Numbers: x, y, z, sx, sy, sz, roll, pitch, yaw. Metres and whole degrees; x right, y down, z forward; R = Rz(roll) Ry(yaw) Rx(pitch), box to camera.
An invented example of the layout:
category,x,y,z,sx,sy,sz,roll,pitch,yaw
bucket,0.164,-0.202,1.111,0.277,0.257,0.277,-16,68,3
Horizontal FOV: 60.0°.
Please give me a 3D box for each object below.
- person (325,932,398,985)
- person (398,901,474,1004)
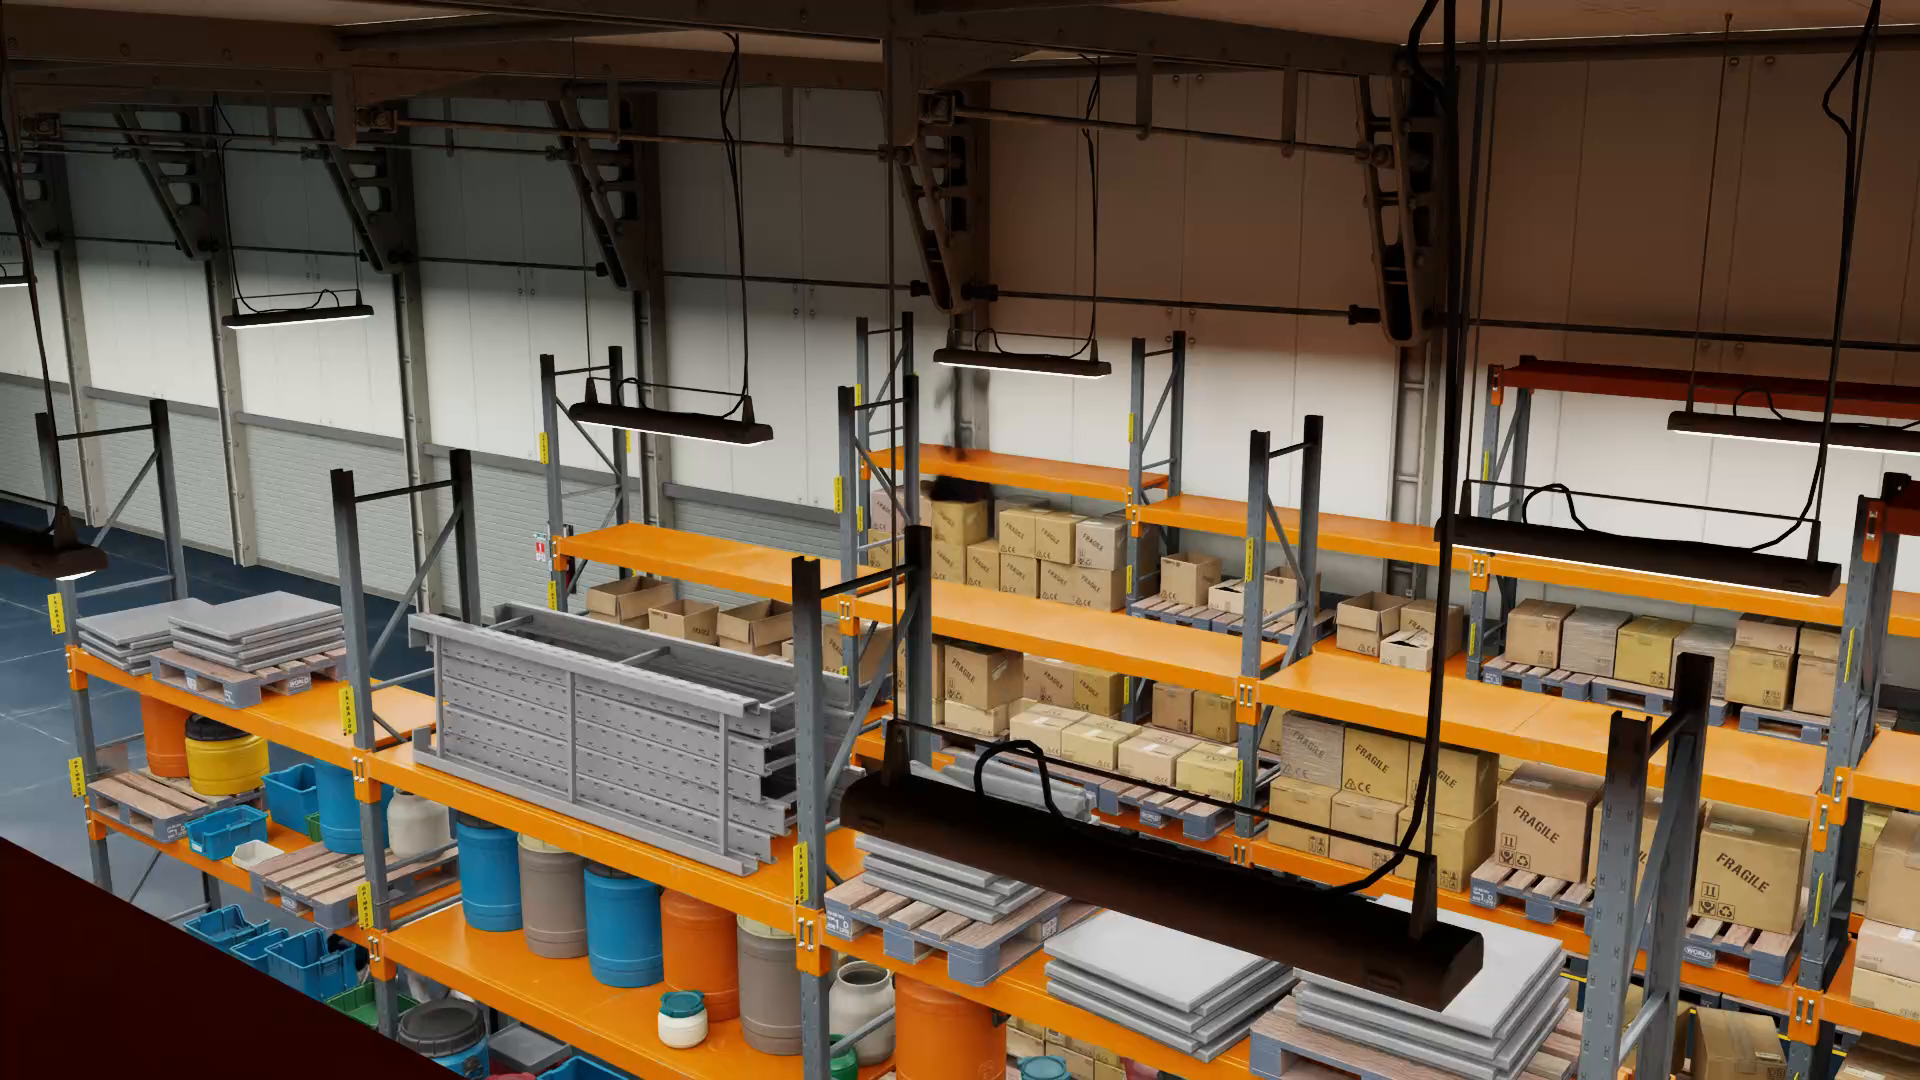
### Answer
category,x,y,z,sx,sy,sz,roll,pitch,yaw
person,-5.950,3.692,16.120,0.864,1.436,0.569,-6,15,-26
person,-4.718,3.830,15.128,1.064,1.764,0.750,10,16,36
